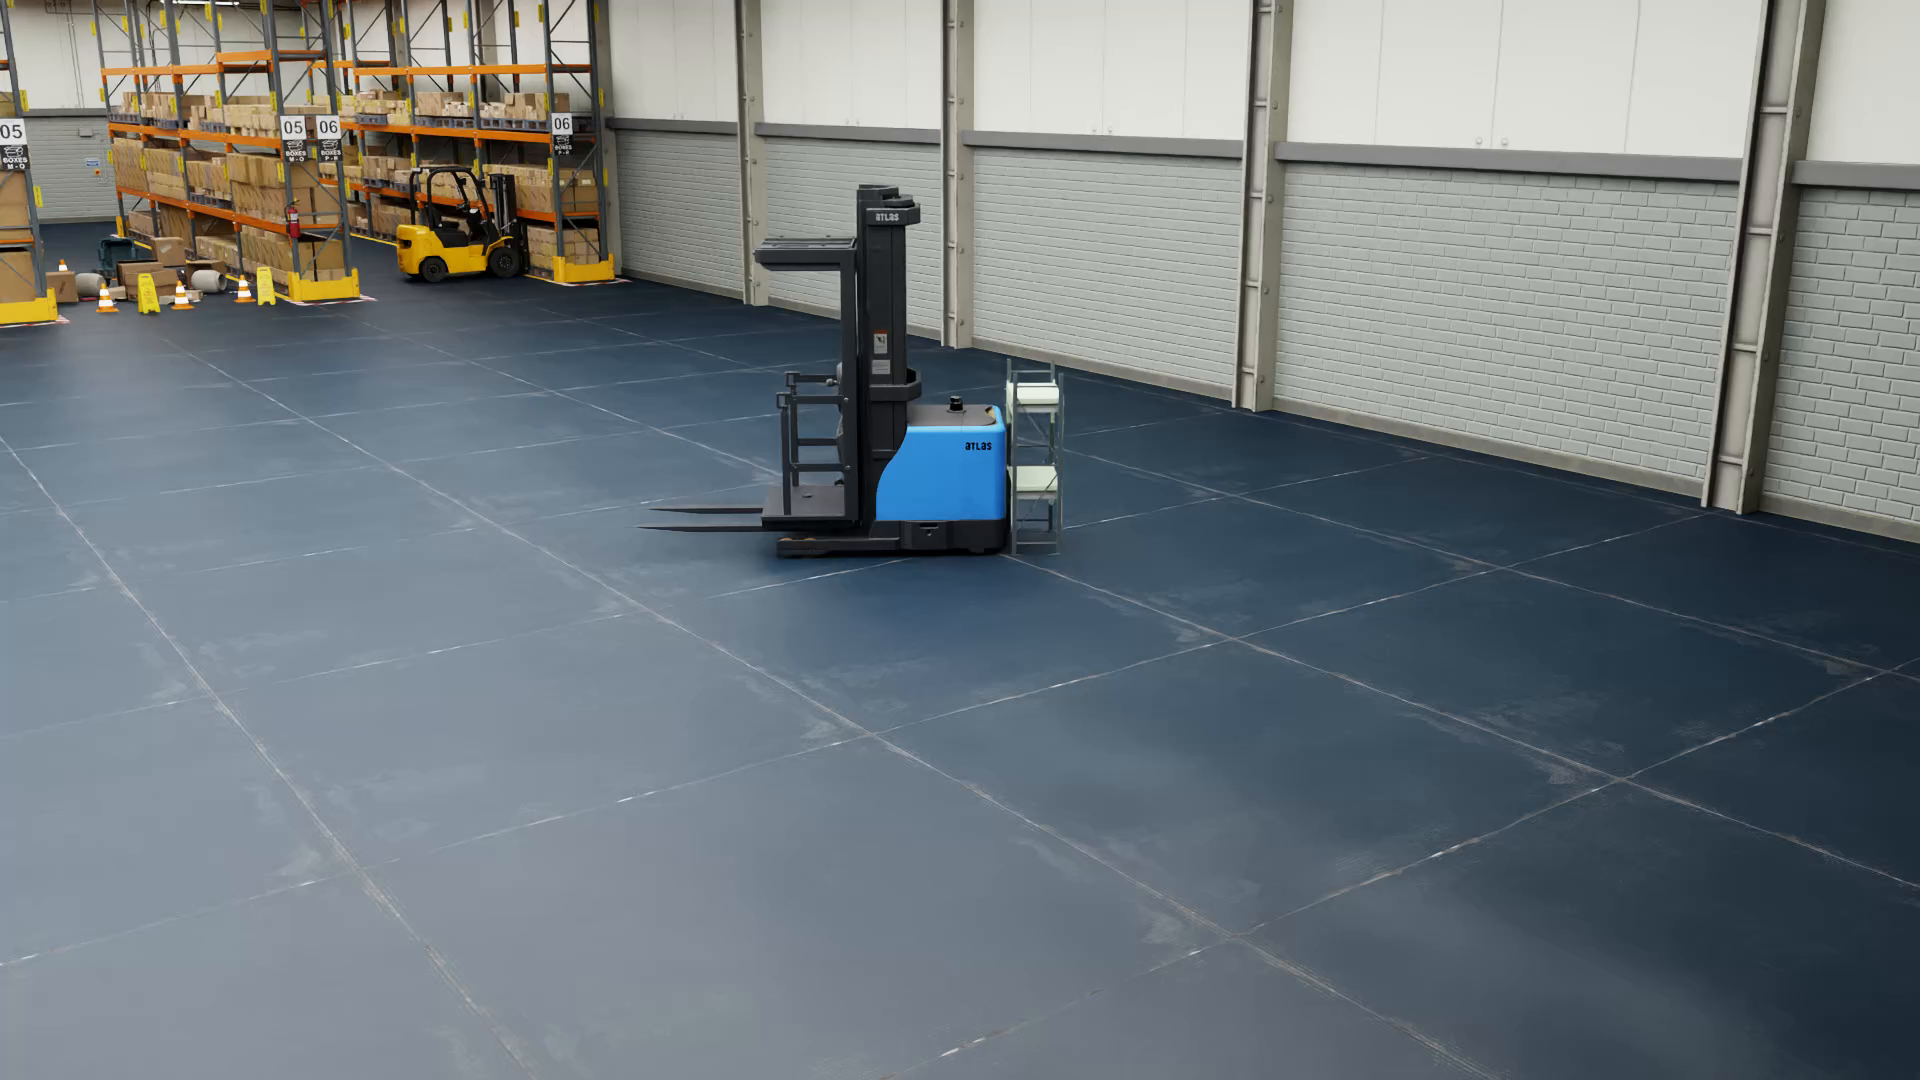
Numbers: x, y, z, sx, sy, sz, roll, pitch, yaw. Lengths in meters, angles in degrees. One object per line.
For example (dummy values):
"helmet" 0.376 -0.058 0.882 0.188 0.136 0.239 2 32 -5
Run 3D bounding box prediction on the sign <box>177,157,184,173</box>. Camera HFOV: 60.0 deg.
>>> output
"sign" -16.579 -7.985 35.376 0.100 0.325 0.005 -11 19 -35

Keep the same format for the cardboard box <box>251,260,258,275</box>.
"cardboard box" -13.328 -5.256 32.010 0.500 0.250 0.500 -10 18 -31

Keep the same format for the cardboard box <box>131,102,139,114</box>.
"cardboard box" -19.118 -10.087 38.837 0.396 0.266 0.258 -10 18 -33

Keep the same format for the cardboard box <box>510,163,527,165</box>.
"cardboard box" -9.335 -7.914 35.328 0.380 0.149 0.250 -11 19 -34

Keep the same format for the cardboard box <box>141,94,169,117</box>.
"cardboard box" -18.200 -9.832 37.651 0.500 0.500 0.500 -11 19 -36

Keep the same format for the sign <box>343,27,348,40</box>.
"sign" -16.362 -13.496 44.269 0.100 0.325 0.005 -11 19 -35

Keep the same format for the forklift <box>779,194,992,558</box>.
"forklift" -12.581 -8.374 27.603 24.833 9.011 32.329 0 15 -2

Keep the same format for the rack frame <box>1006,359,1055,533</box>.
"rack frame" 0.596 -0.793 14.131 0.400 1.500 0.023 -1 15 -2

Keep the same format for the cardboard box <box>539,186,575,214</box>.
"cardboard box" -7.917 -6.689 32.645 0.500 0.500 0.500 -11 19 -36

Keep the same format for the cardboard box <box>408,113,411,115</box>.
"cardboard box" -12.522 -9.890 38.376 0.380 0.149 0.250 -10 18 -33

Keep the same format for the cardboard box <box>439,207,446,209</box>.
"cardboard box" -12.604 -7.928 40.073 0.393 0.149 0.270 -11 19 -34

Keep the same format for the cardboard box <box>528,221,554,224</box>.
"cardboard box" -8.725 -6.498 34.656 0.500 0.250 0.500 -11 19 -34

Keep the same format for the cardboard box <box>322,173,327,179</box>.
"cardboard box" -16.851 -9.759 44.527 0.380 0.149 0.250 -11 19 -35

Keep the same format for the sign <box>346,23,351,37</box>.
"sign" -14.921 -12.441 40.566 0.100 0.325 0.005 -11 19 -35

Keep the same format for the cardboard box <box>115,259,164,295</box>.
"cardboard box" -15.065 -4.847 30.576 0.797 0.637 0.503 -11 19 -35

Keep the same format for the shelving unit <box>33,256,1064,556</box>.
"shelving unit" -9.605 -4.049 26.028 19.873 1.500 26.919 -1 15 -2

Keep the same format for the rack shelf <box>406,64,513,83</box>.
"rack shelf" -10.943 -10.212 36.460 1.077 0.370 4.000 -11 19 -35

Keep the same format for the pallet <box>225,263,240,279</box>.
"pallet" -14.239 -5.481 33.701 1.003 0.211 1.213 -11 19 -35

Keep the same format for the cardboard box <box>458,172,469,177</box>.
"cardboard box" -10.677 -7.979 36.127 0.380 0.149 0.250 -12 19 -36

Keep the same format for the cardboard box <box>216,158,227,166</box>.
"cardboard box" -14.650 -7.575 33.295 0.380 0.149 0.250 -12 19 -36

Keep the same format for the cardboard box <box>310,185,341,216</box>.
"cardboard box" -11.482 -6.141 30.080 0.500 0.500 0.500 -11 19 -35

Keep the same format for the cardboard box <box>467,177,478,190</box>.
"cardboard box" -10.350 -7.816 36.289 1.059 0.250 1.520 -11 19 -36

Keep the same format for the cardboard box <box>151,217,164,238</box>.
"cardboard box" -18.766 -7.485 39.801 0.875 0.438 0.875 -11 19 -35

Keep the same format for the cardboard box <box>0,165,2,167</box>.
"cardboard box" -16.594 -6.031 28.099 0.875 0.550 0.500 -11 19 -35

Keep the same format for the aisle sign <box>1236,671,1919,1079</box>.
"aisle sign" 5.435 1.968 6.886 6.000 0.001 6.000 -11 19 -35

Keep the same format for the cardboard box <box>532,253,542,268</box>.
"cardboard box" -8.232 -5.612 33.311 0.500 0.250 0.500 -11 19 -35

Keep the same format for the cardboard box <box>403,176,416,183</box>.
"cardboard box" -14.017 -8.923 41.075 0.967 0.359 5.211 -11 19 -34

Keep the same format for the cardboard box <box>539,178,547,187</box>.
"cardboard box" -8.020 -7.018 32.618 0.380 0.149 0.250 -11 18 -34

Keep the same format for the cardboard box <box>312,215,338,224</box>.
"cardboard box" -11.460 -5.789 30.021 0.380 0.149 0.250 -11 19 -34

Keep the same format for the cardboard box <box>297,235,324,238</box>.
"cardboard box" -12.292 -5.483 31.420 0.500 0.500 0.500 -10 18 -33

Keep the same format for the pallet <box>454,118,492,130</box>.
"pallet" -10.296 -8.972 35.854 0.805 0.209 1.217 -12 19 -37

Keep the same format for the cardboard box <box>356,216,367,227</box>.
"cardboard box" -15.246 -8.173 42.637 0.396 0.266 0.258 -10 18 -33

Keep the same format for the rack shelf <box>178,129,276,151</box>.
"rack shelf" -14.956 -8.186 33.985 1.077 0.370 4.000 -11 19 -35

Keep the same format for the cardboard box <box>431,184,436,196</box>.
"cardboard box" -11.764 -7.972 37.804 0.500 0.250 0.500 -11 19 -36

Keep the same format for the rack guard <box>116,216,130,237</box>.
"rack guard" -20.850 -8.021 42.437 1.175 0.500 0.348 -11 19 -35

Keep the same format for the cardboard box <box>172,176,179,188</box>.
"cardboard box" -16.927 -7.855 36.432 0.500 0.250 0.500 -11 19 -36

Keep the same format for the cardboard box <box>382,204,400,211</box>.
"cardboard box" -14.090 -8.231 41.177 0.380 0.149 0.250 -12 19 -37

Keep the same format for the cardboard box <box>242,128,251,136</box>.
"cardboard box" -13.108 -7.592 30.925 0.380 0.149 0.250 -11 19 -36

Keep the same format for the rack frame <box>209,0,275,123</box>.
"rack frame" -13.780 -9.553 31.934 1.000 3.000 0.127 -11 19 -35

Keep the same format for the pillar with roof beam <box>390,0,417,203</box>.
"pillar with roof beam" -17.633 -11.653 39.606 9.100 9.000 0.400 -11 19 -35

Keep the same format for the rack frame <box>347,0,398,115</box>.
"rack frame" -14.471 -12.033 40.993 1.000 3.000 0.127 -11 19 -35

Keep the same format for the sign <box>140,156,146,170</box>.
"sign" -18.932 -8.737 38.527 0.100 0.325 0.005 -11 19 -35

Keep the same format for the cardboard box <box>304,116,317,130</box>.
"cardboard box" -11.508 -7.472 29.733 0.500 0.250 0.500 -11 19 -36

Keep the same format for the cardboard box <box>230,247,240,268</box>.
"cardboard box" -14.090 -5.706 33.425 0.950 0.372 0.625 -11 19 -34
